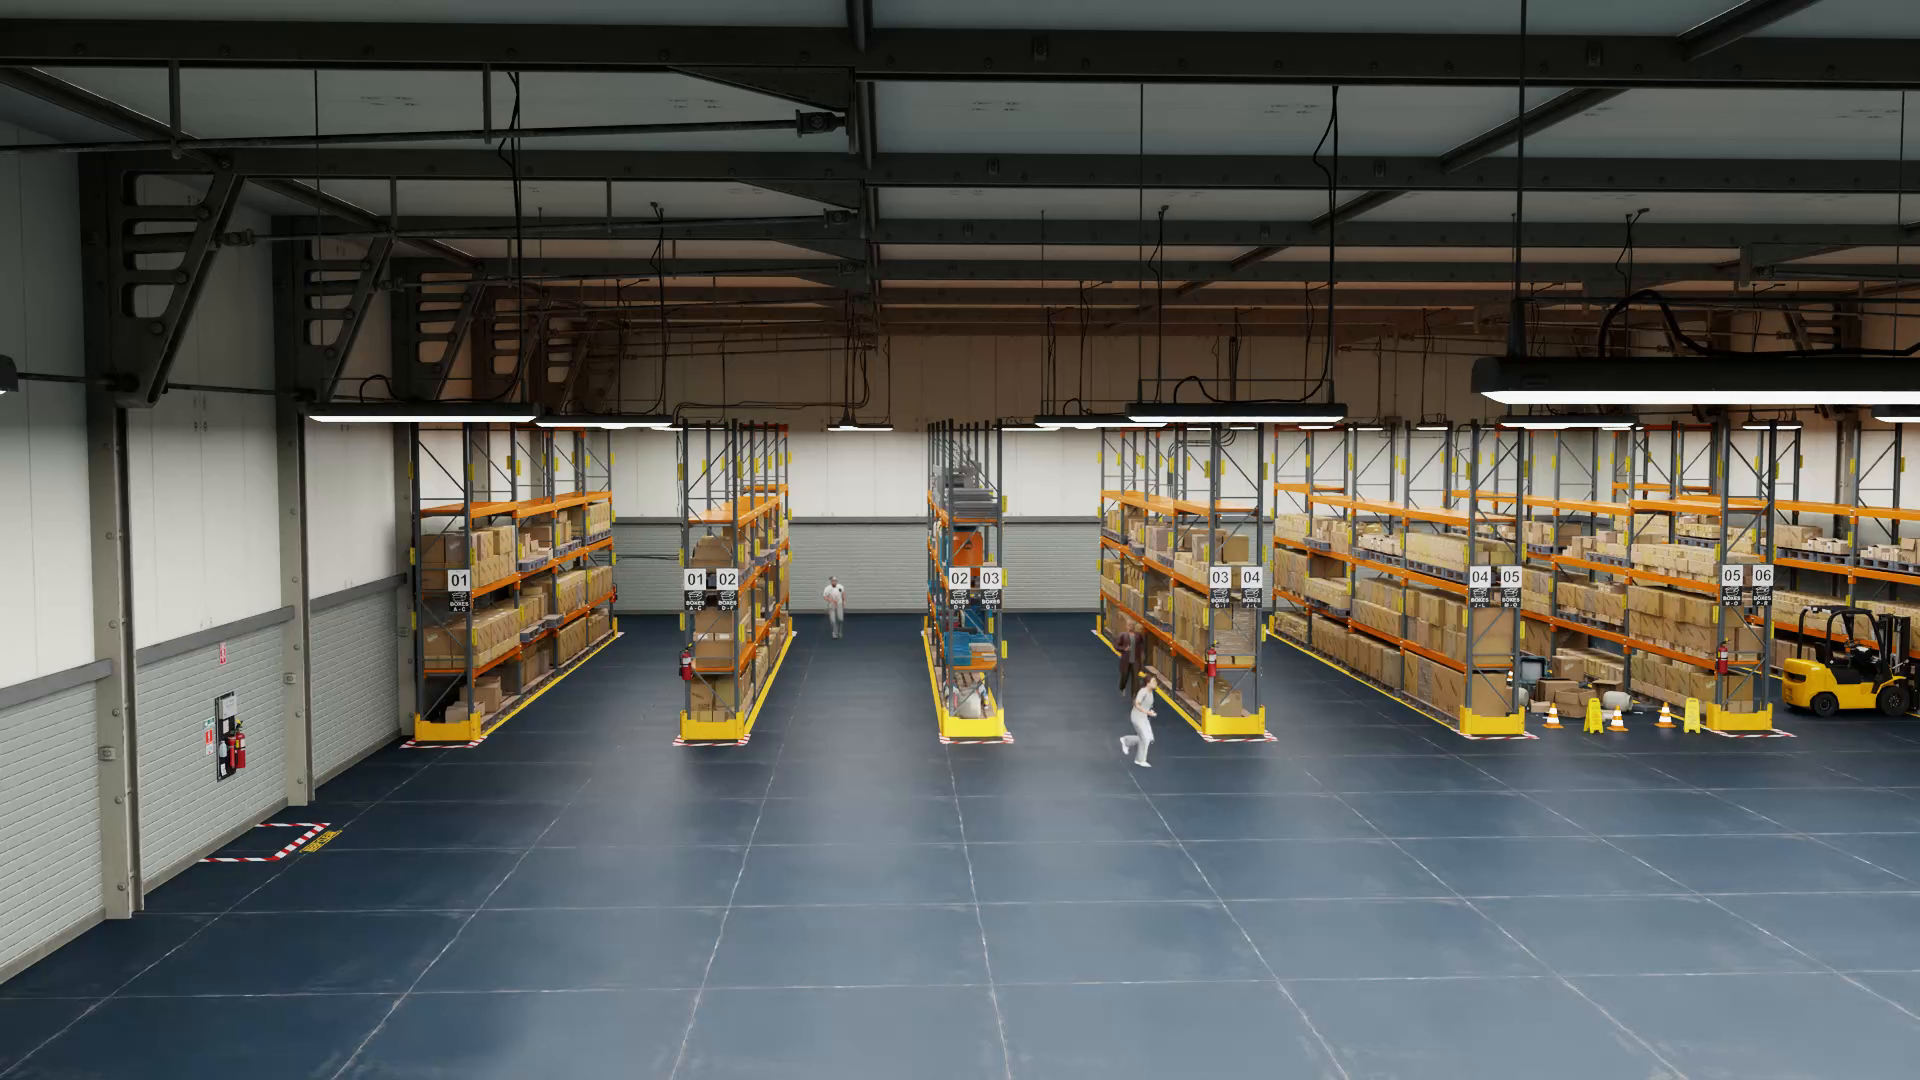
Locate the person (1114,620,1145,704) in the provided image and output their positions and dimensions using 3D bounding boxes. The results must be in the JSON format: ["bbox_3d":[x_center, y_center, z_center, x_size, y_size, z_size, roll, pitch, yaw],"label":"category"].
[{"bbox_3d":[3.620,2.570,35.326,0.716,1.755,1.011,0,4,-6],"label":"person"}]

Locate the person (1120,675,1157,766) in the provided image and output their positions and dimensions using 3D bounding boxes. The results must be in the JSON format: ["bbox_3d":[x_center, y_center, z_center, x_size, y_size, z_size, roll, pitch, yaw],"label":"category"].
[{"bbox_3d":[3.081,3.108,28.650,0.697,1.622,0.552,2,4,32],"label":"person"}]

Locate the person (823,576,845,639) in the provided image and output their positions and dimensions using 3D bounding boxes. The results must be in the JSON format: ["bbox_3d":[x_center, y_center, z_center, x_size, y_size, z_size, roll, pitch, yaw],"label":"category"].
[{"bbox_3d":[-3.495,1.870,46.443,0.657,1.768,0.679,-1,4,-12],"label":"person"}]
